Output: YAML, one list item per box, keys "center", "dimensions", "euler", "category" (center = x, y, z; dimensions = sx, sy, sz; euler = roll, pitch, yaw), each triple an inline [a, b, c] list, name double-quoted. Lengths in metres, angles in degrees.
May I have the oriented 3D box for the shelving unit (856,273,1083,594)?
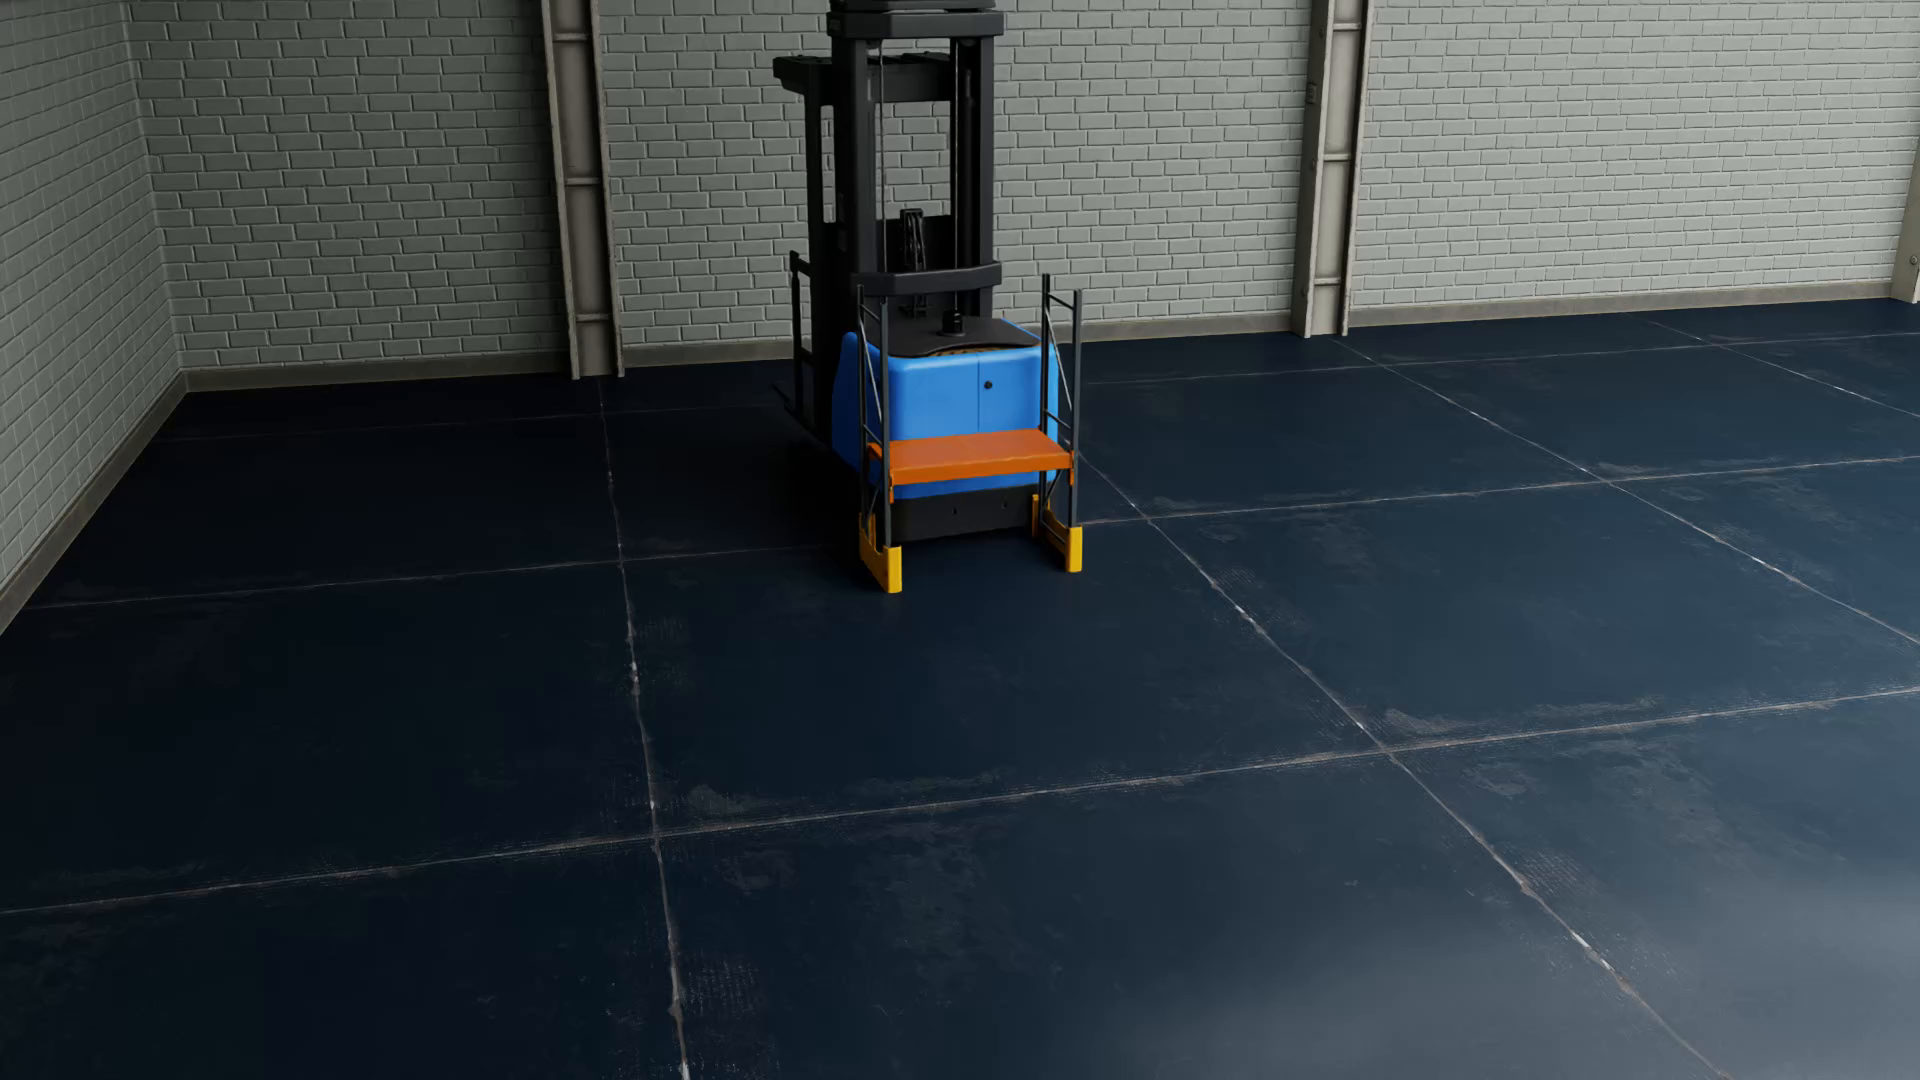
- center: [0.050, -0.577, 8.708]
  dimensions: [1.083, 1.500, 0.587]
  euler: [-6, 21, -17]
  category: "shelving unit"

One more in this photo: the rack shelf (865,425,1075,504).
- center: [0.042, -0.407, 8.768]
  dimensions: [1.000, 0.185, 0.538]
  euler: [-6, 21, -17]
  category: "rack shelf"

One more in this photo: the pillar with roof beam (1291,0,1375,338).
- center: [4.034, -4.547, 8.643]
  dimensions: [0.400, 9.000, 9.100]
  euler: [-5, 21, -12]
  category: "pillar with roof beam"

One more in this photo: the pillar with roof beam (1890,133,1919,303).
- center: [9.873, -5.021, 9.940]
  dimensions: [0.400, 9.000, 9.100]
  euler: [-5, 21, -12]
  category: "pillar with roof beam"

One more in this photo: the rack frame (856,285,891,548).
- center: [-0.443, -0.523, 8.561]
  dimensions: [0.032, 1.500, 0.500]
  euler: [-6, 21, -17]
  category: "rack frame"

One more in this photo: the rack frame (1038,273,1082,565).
- center: [0.526, -0.629, 8.851]
  dimensions: [0.032, 1.500, 0.500]
  euler: [-6, 21, -17]
  category: "rack frame"

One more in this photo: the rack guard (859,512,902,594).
- center: [-0.424, 0.062, 8.781]
  dimensions: [0.087, 0.250, 0.587]
  euler: [-6, 21, -17]
  category: "rack guard"

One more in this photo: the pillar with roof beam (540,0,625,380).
- center: [-1.805, -4.072, 7.347]
  dimensions: [0.400, 9.000, 9.100]
  euler: [-5, 21, -12]
  category: "pillar with roof beam"

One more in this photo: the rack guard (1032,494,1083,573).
- center: [0.525, -0.042, 9.065]
  dimensions: [0.087, 0.250, 0.587]
  euler: [-6, 21, -17]
  category: "rack guard"

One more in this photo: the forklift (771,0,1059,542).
- center: [-0.455, -1.837, 10.068]
  dimensions: [1.130, 2.935, 3.031]
  euler: [-8, 22, -20]
  category: "forklift"
